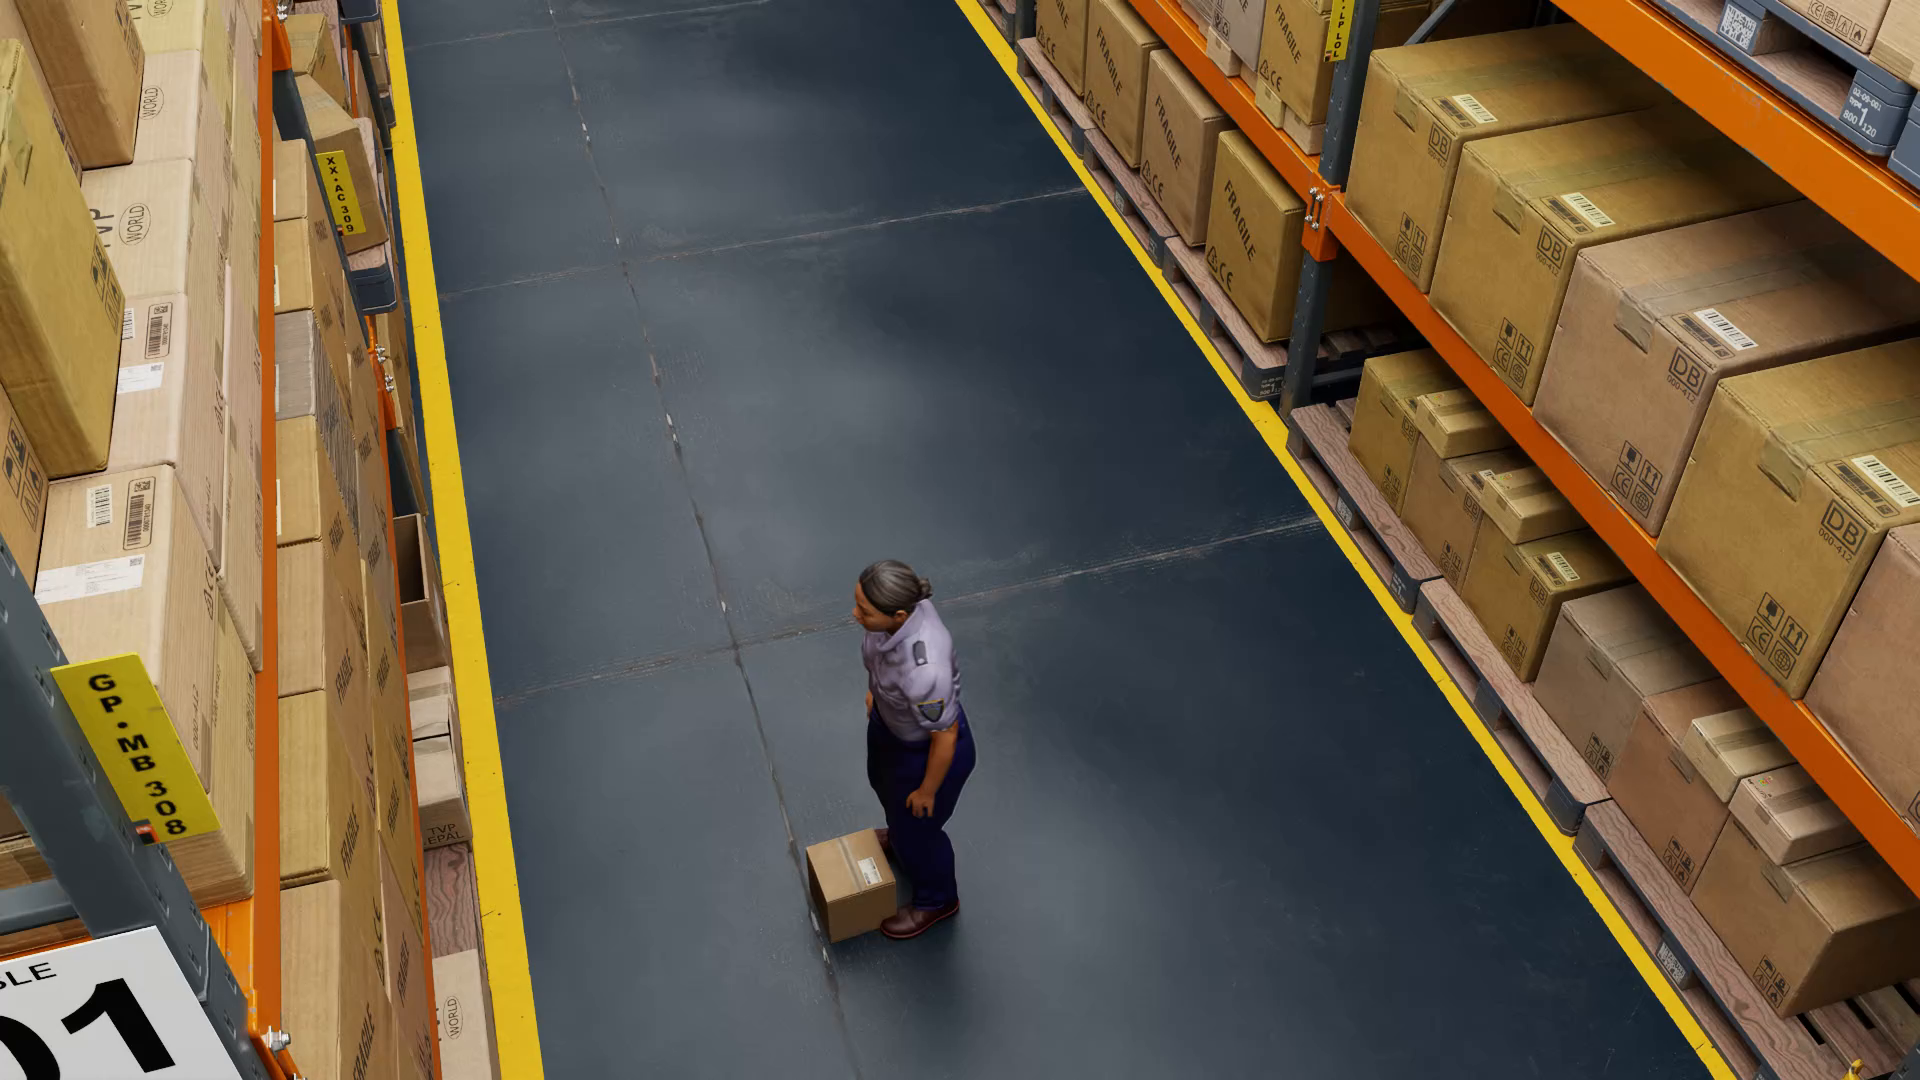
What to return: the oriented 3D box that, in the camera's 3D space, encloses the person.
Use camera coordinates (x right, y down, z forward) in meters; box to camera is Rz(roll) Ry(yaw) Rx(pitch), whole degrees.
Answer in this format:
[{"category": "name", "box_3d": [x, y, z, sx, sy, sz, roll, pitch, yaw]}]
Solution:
[{"category": "person", "box_3d": [-0.159, 0.648, 5.459, 0.364, 1.652, 0.556, -13, 44, -14]}]
